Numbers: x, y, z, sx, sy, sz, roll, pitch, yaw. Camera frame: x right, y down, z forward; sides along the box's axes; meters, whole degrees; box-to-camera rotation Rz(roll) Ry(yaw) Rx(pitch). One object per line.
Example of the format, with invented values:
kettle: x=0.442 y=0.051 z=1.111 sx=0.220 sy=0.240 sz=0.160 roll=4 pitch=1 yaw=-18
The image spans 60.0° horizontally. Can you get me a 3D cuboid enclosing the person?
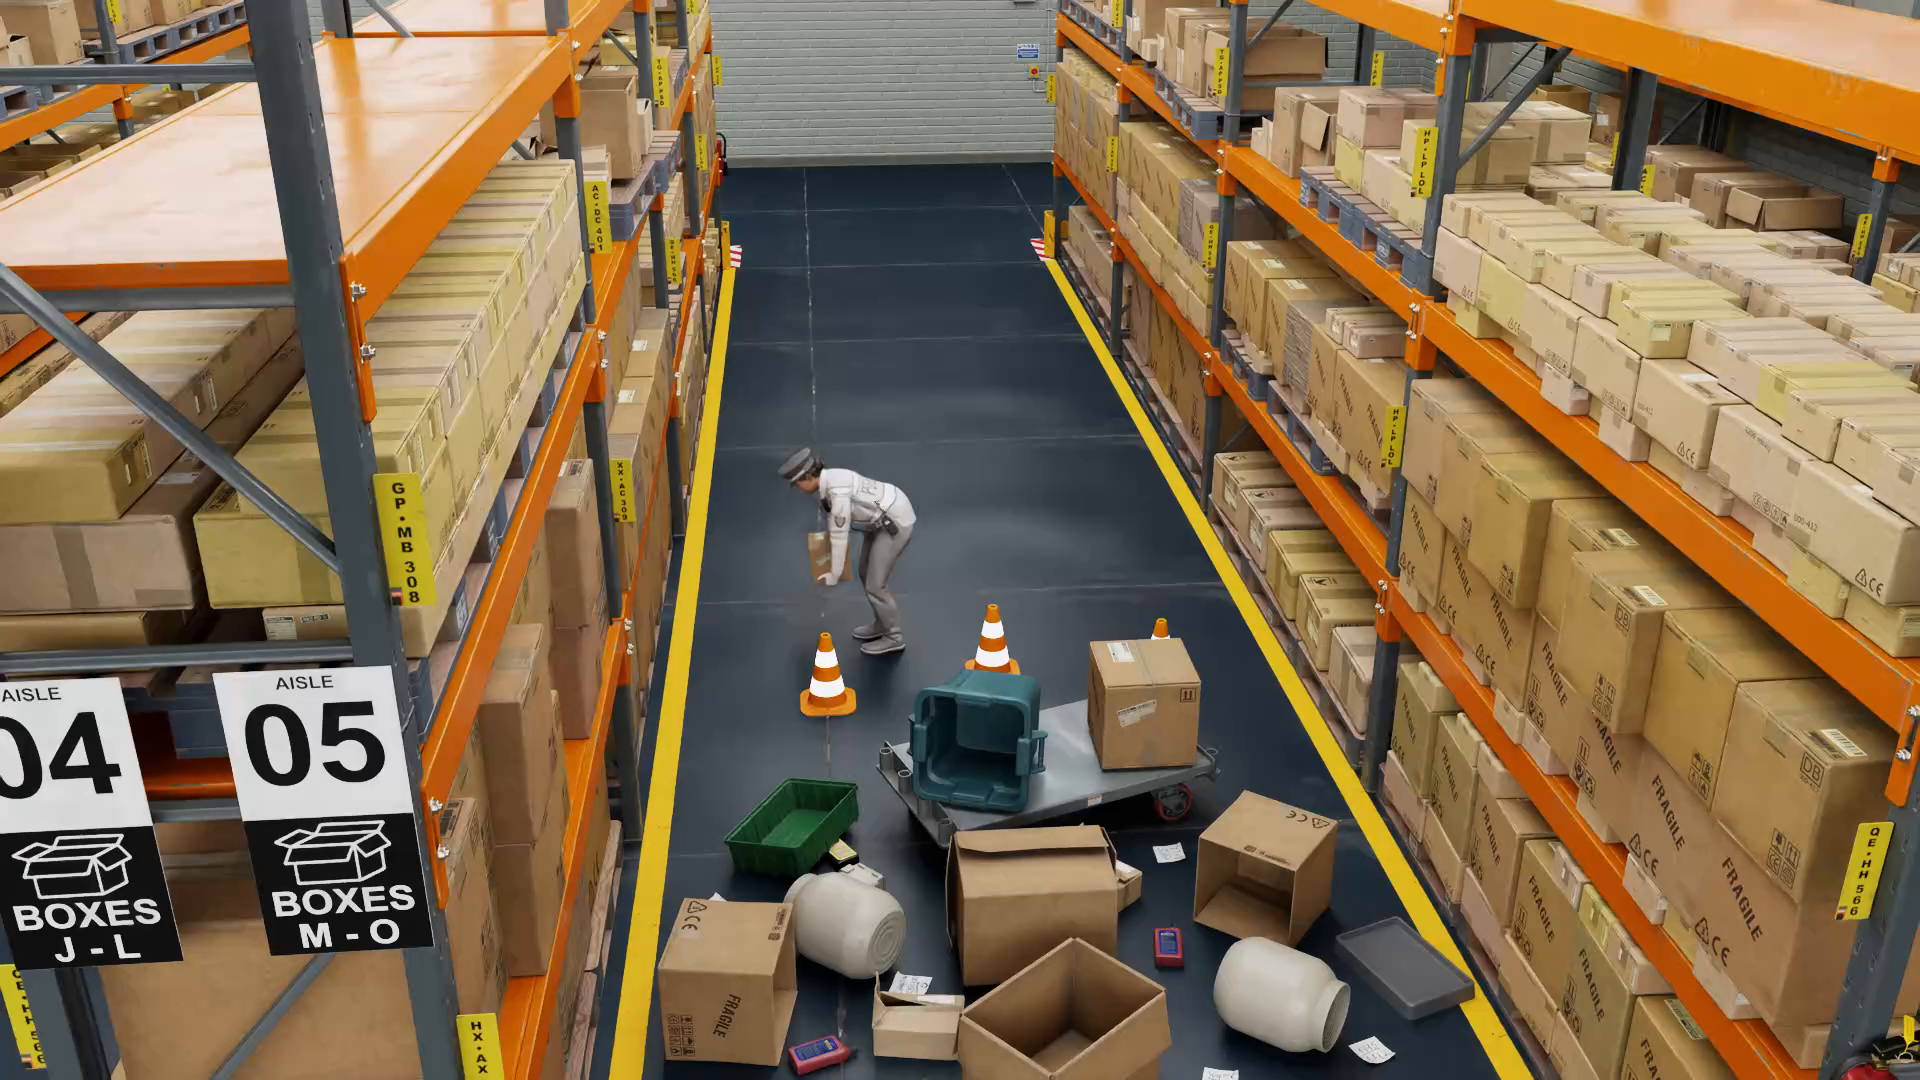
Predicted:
person: x=-0.705 y=0.058 z=10.552 sx=0.857 sy=1.366 sz=0.402 roll=-3 pitch=24 yaw=-6
